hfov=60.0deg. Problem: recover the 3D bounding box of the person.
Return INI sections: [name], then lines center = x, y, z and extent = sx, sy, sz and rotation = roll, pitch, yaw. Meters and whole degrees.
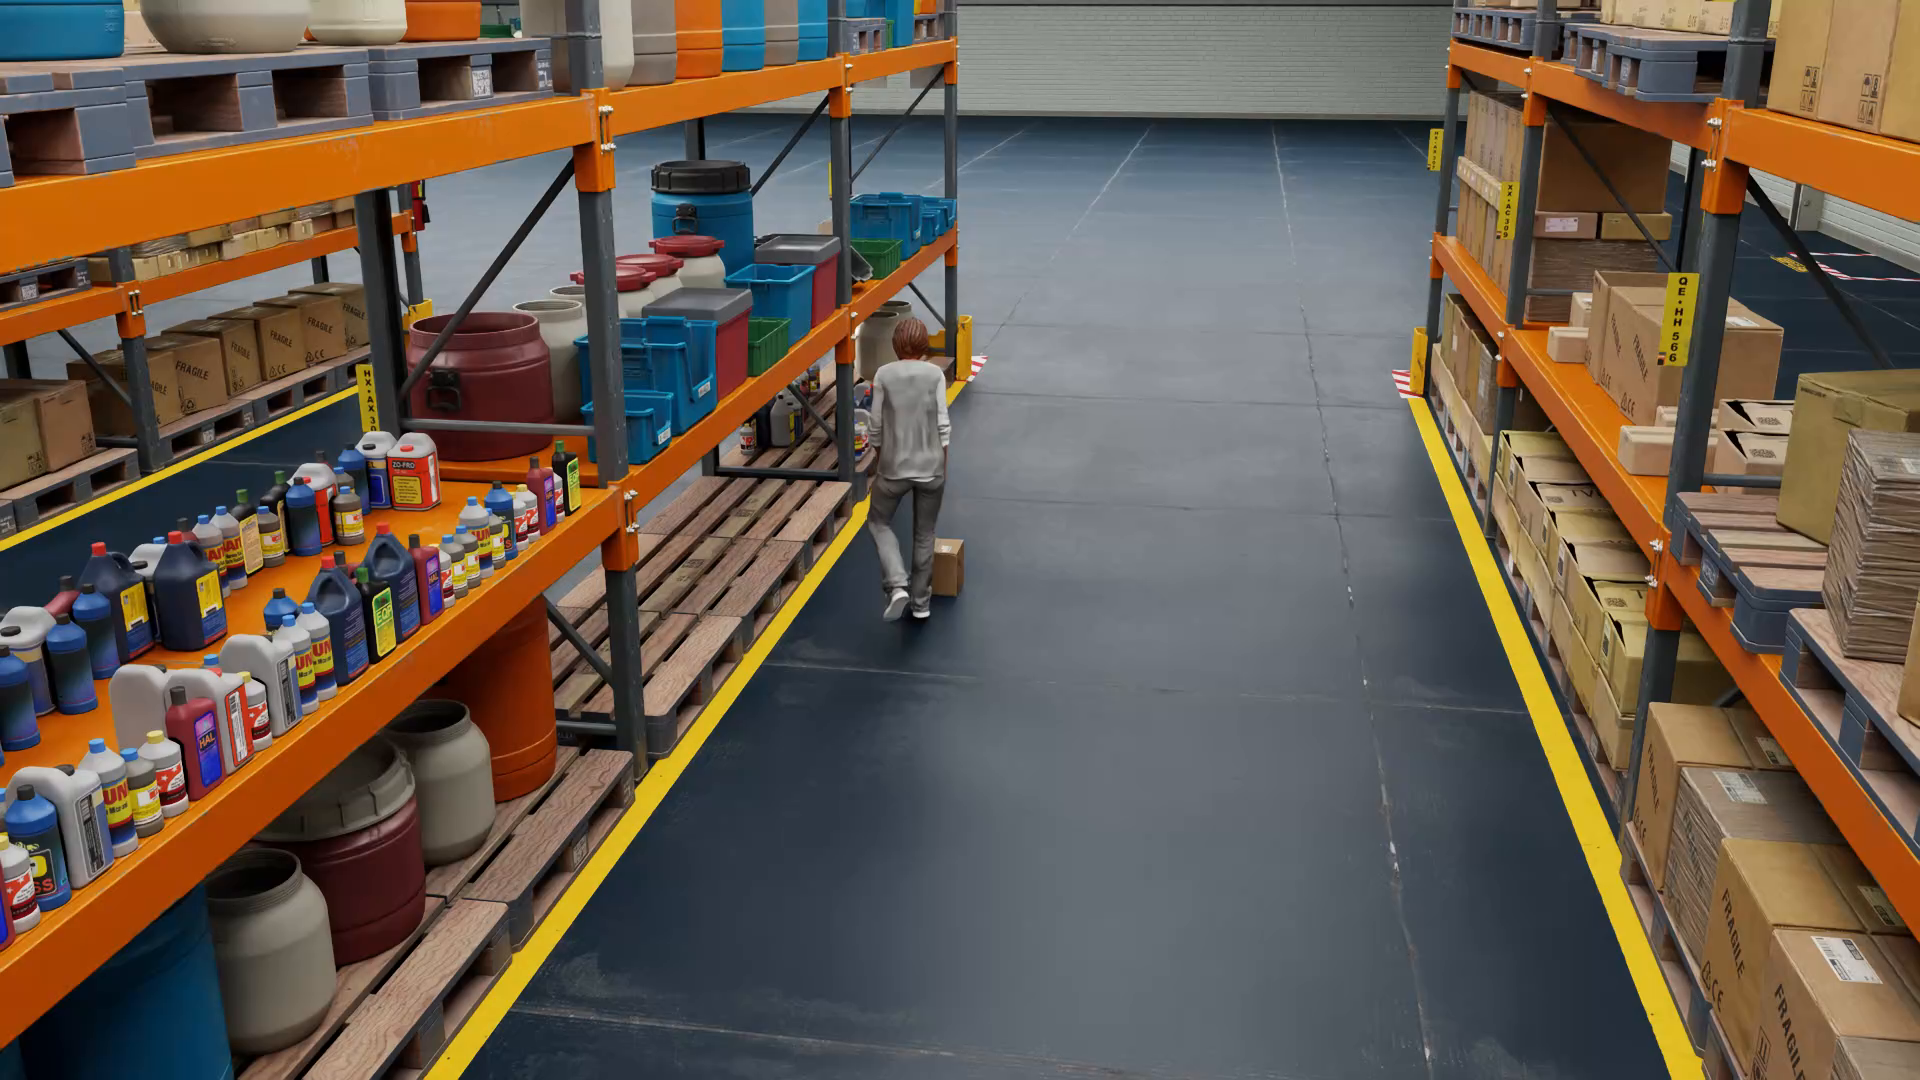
[person]
center = -0.263, -0.319, 8.592
extent = 0.428, 1.537, 0.544
rotation = -2, 18, -7
